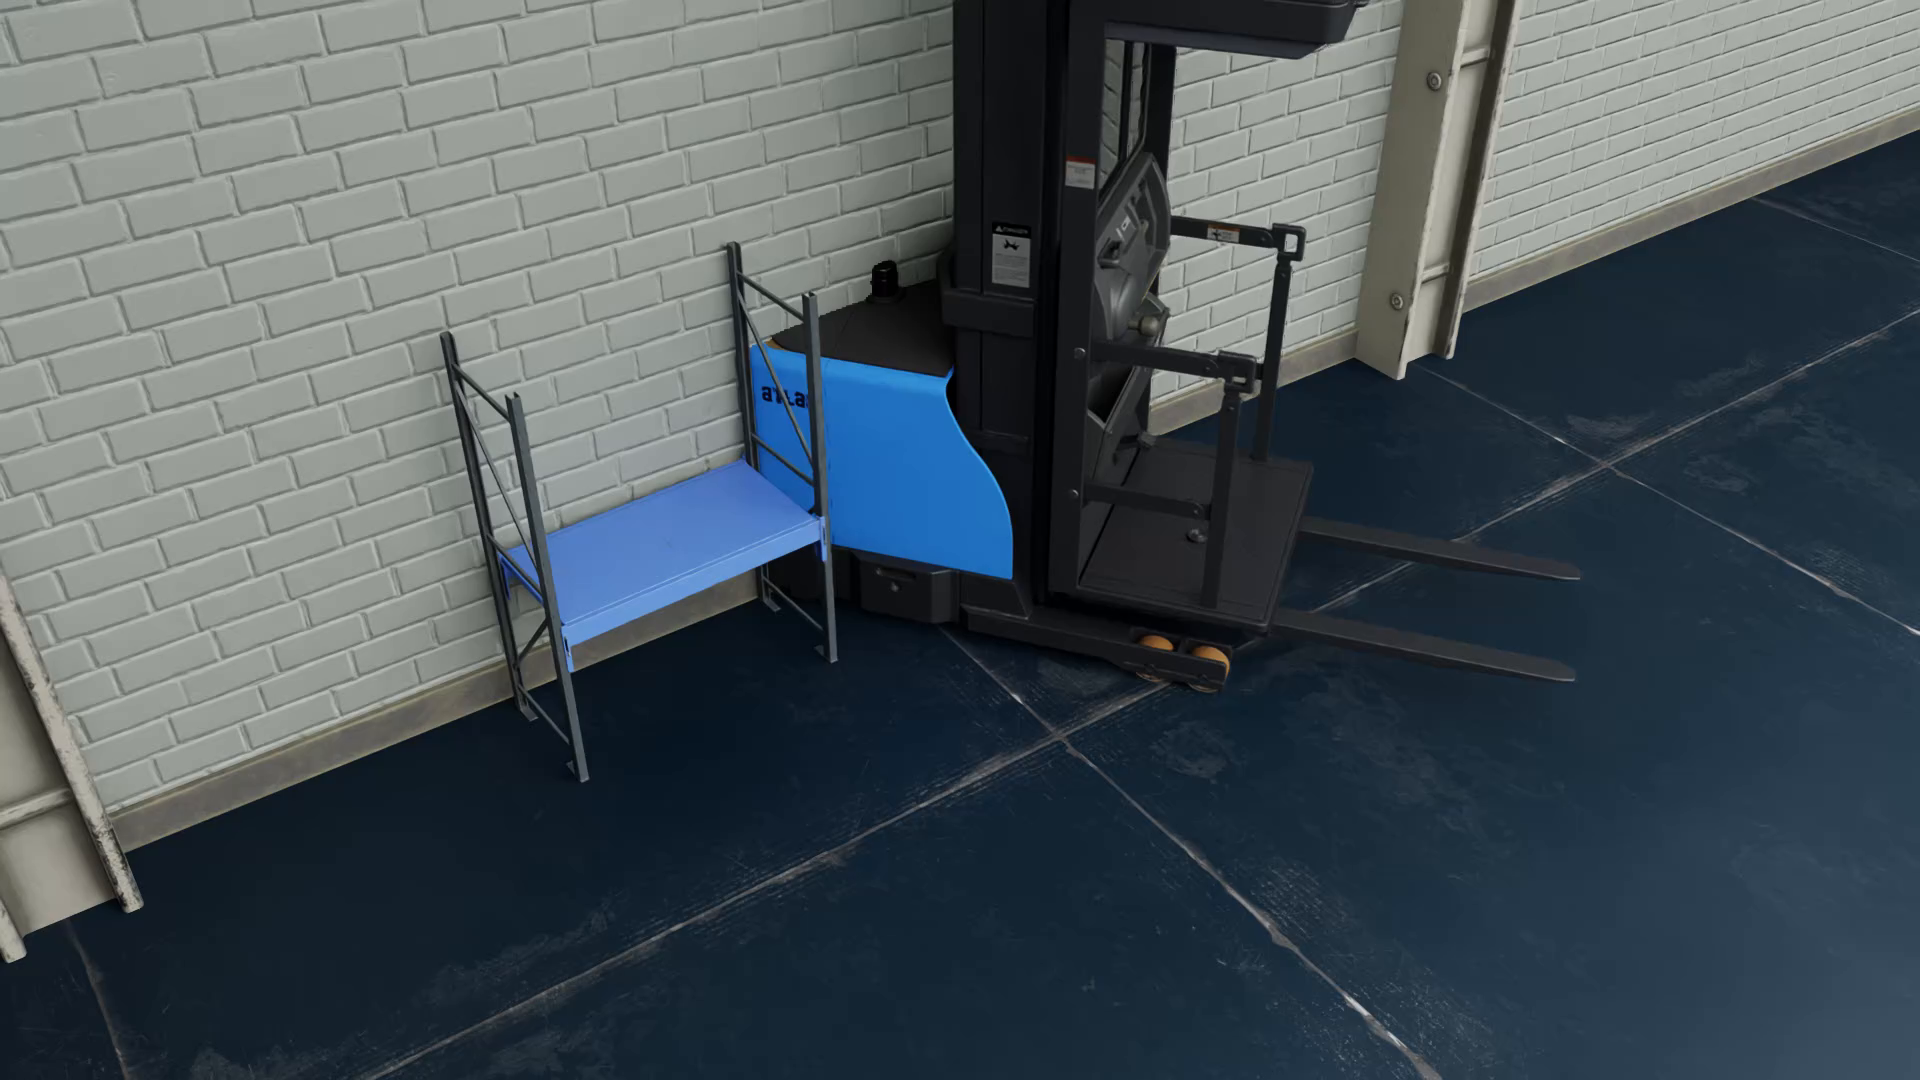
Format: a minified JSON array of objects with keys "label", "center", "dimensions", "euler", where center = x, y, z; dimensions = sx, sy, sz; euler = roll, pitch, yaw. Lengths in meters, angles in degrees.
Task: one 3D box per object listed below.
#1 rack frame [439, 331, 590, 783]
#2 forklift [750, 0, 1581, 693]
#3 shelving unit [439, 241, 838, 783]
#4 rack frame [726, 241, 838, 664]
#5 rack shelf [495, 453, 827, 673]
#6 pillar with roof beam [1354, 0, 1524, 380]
[{"label":"rack frame","center":[-1.419,0.091,5.338],"dimensions":[0.032,1.500,0.500],"euler":[-24,42,-30]},{"label":"forklift","center":[0.777,-0.991,5.618],"dimensions":[3.031,2.935,1.130],"euler":[11,37,15]},{"label":"shelving unit","center":[-1.017,-0.091,5.592],"dimensions":[1.048,1.500,0.538],"euler":[-24,42,-30]},{"label":"rack frame","center":[-0.616,-0.273,5.845],"dimensions":[0.032,1.500,0.500],"euler":[-24,42,-30]},{"label":"rack shelf","center":[-1.017,0.055,5.697],"dimensions":[1.000,0.185,0.538],"euler":[-24,42,-30]},{"label":"pillar with roof beam","center":[4.600,-2.486,2.499],"dimensions":[0.400,9.000,9.100],"euler":[-22,41,-28]}]
